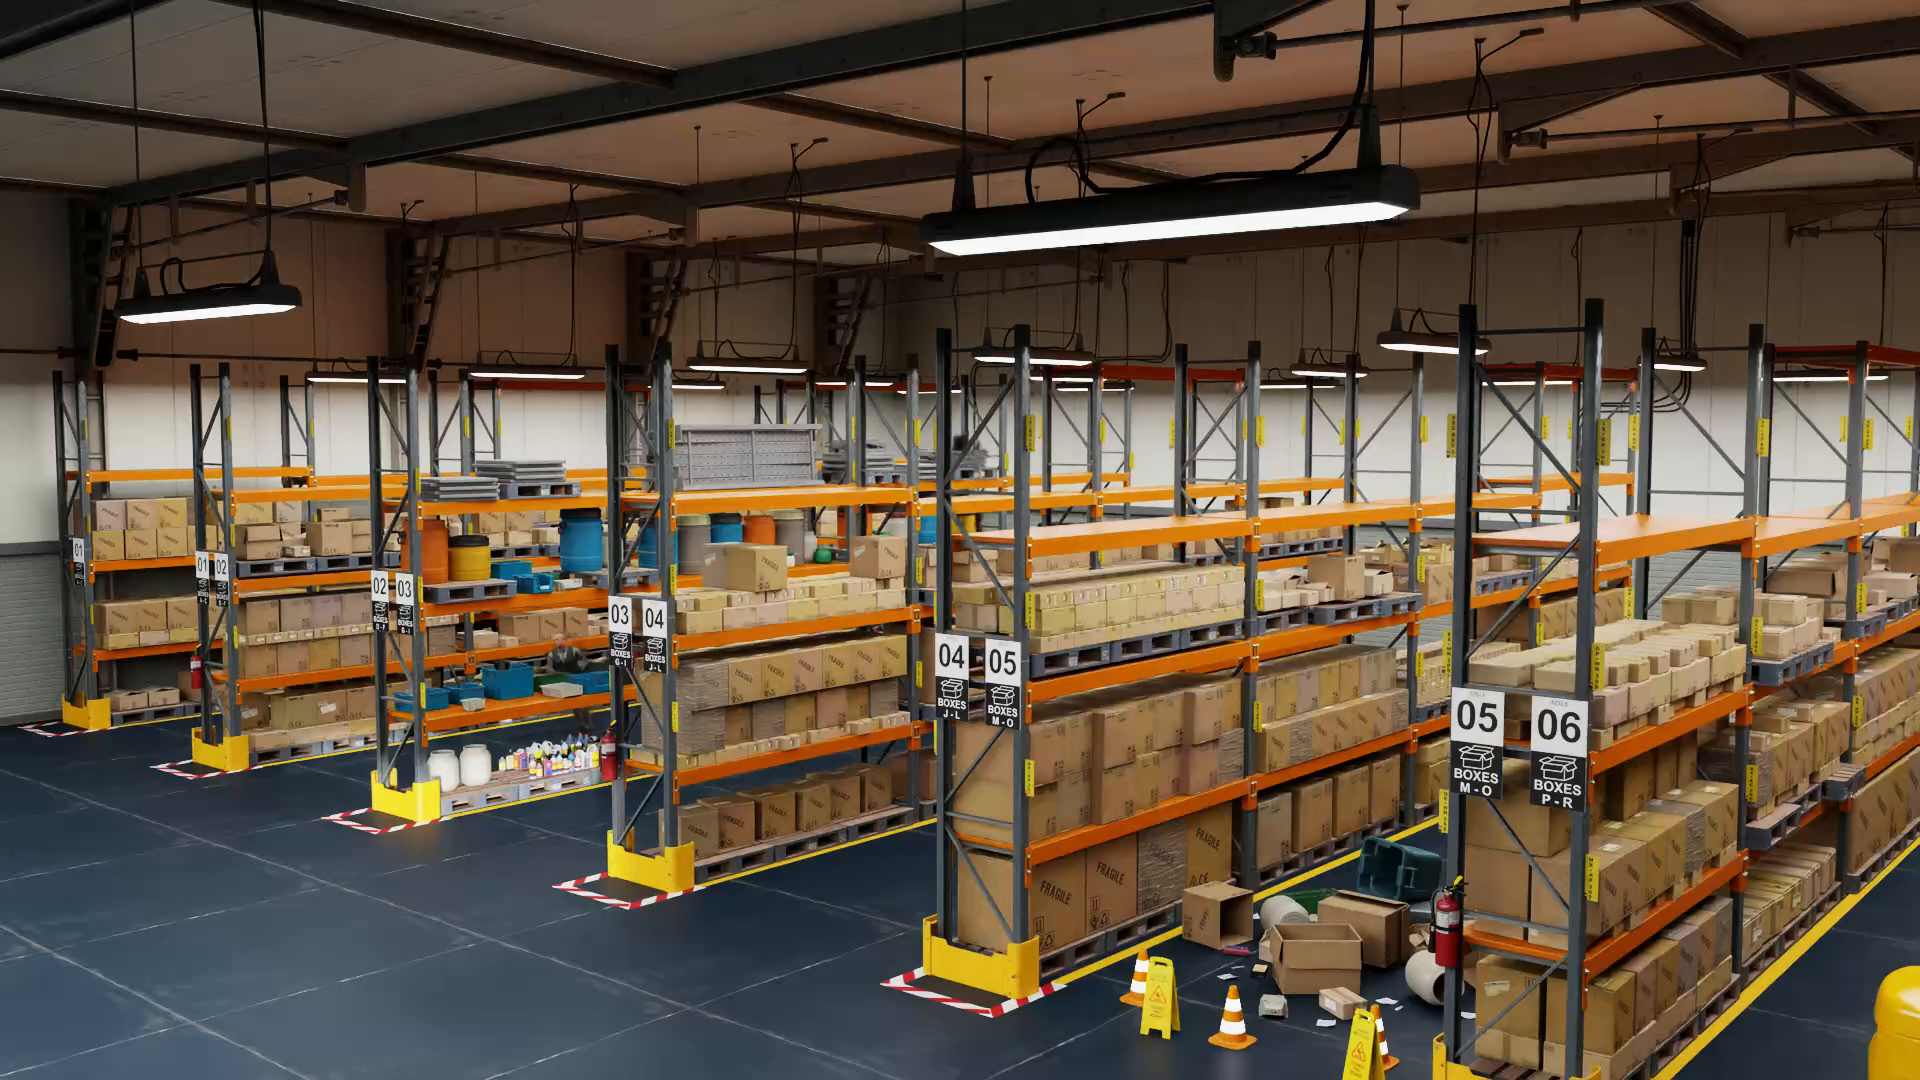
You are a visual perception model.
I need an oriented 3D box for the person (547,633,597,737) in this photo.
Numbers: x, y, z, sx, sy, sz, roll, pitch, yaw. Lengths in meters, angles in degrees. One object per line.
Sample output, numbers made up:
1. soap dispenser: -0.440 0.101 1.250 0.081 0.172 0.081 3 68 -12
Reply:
1. person: -6.356 2.374 27.312 0.827 1.712 0.674 0 4 -3
